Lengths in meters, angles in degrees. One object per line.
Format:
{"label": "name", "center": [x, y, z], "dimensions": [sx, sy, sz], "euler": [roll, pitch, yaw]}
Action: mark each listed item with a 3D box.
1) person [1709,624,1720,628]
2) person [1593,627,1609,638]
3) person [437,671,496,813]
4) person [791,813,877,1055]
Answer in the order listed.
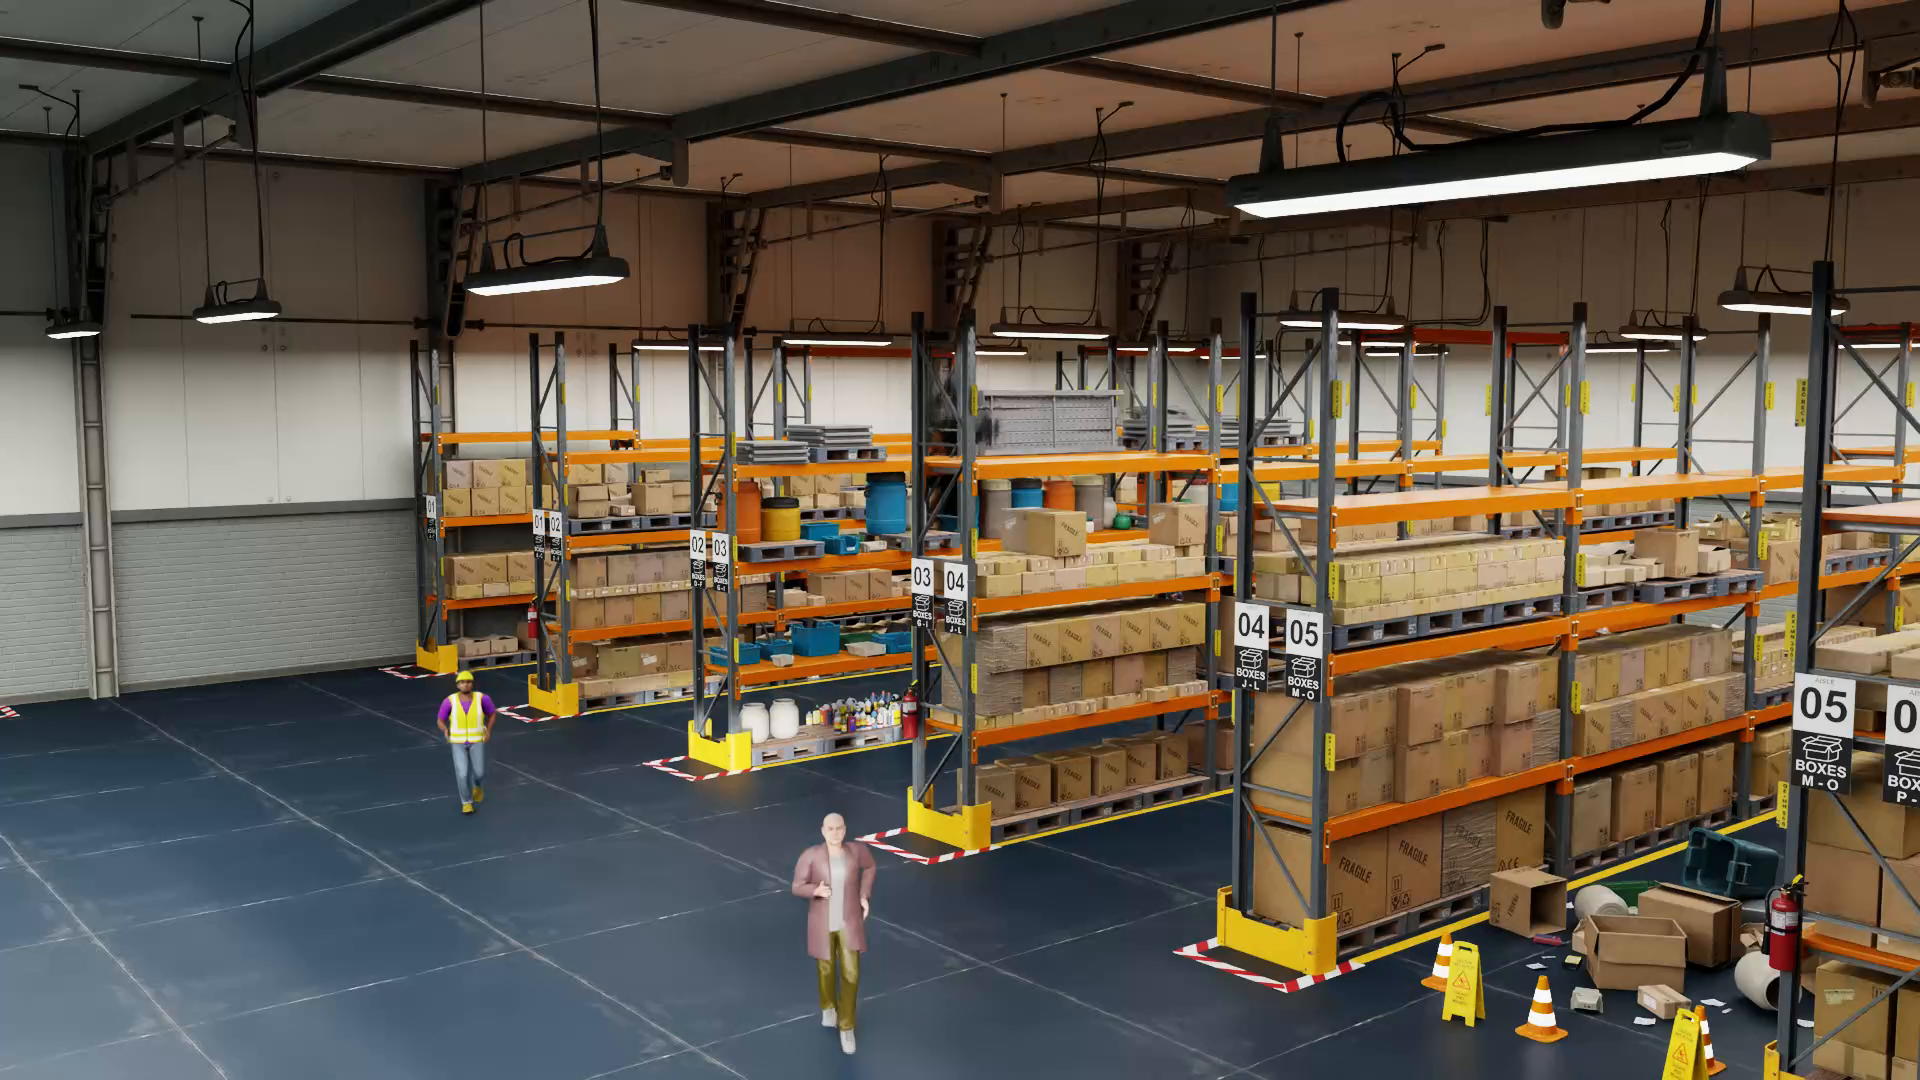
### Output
{"label": "person", "center": [10.751, 2.083, 23.777], "dimensions": [1.013, 1.752, 0.697], "euler": [-4, 7, -38]}
{"label": "person", "center": [9.405, 2.085, 24.534], "dimensions": [0.582, 1.618, 0.592], "euler": [-5, 7, -45]}
{"label": "person", "center": [-5.975, 2.442, 20.164], "dimensions": [0.695, 1.719, 0.601], "euler": [-2, 6, -17]}
{"label": "person", "center": [-0.982, 3.068, 13.126], "dimensions": [0.686, 1.845, 0.805], "euler": [-1, 5, -6]}
